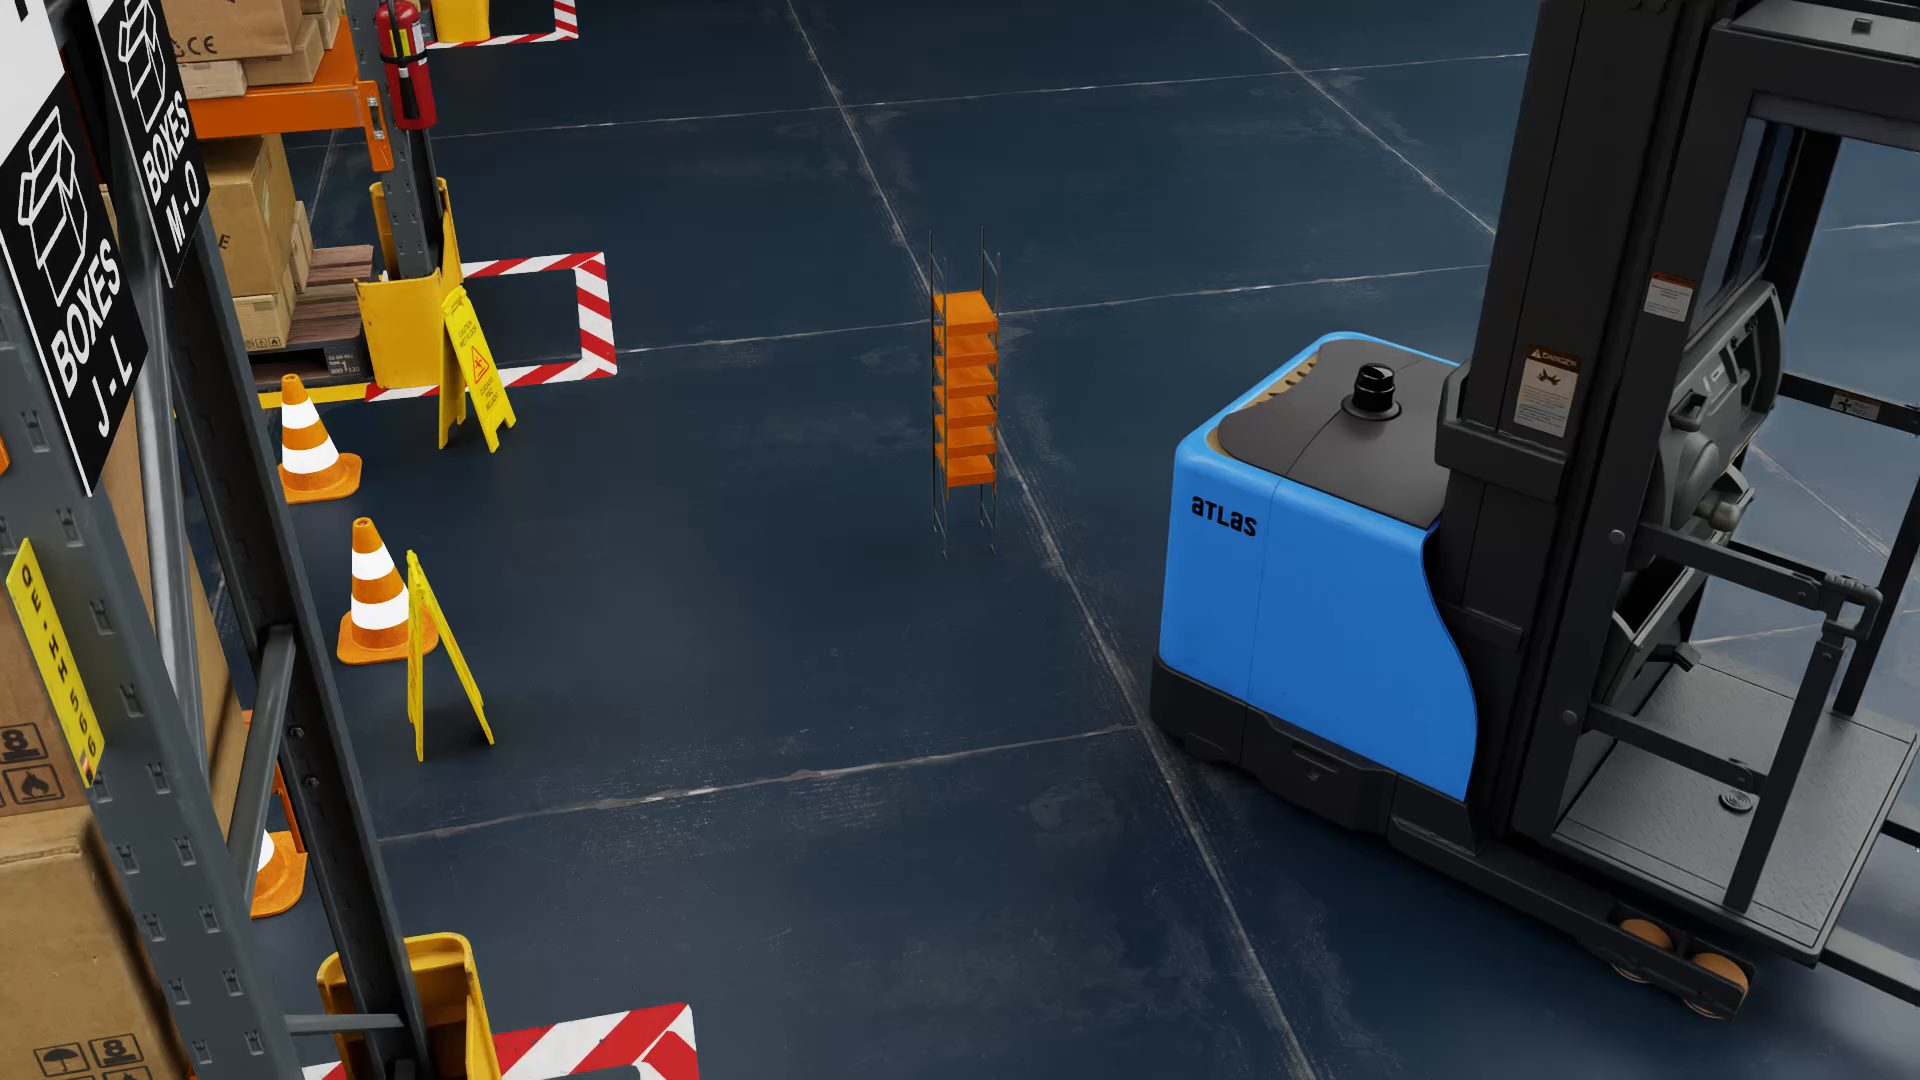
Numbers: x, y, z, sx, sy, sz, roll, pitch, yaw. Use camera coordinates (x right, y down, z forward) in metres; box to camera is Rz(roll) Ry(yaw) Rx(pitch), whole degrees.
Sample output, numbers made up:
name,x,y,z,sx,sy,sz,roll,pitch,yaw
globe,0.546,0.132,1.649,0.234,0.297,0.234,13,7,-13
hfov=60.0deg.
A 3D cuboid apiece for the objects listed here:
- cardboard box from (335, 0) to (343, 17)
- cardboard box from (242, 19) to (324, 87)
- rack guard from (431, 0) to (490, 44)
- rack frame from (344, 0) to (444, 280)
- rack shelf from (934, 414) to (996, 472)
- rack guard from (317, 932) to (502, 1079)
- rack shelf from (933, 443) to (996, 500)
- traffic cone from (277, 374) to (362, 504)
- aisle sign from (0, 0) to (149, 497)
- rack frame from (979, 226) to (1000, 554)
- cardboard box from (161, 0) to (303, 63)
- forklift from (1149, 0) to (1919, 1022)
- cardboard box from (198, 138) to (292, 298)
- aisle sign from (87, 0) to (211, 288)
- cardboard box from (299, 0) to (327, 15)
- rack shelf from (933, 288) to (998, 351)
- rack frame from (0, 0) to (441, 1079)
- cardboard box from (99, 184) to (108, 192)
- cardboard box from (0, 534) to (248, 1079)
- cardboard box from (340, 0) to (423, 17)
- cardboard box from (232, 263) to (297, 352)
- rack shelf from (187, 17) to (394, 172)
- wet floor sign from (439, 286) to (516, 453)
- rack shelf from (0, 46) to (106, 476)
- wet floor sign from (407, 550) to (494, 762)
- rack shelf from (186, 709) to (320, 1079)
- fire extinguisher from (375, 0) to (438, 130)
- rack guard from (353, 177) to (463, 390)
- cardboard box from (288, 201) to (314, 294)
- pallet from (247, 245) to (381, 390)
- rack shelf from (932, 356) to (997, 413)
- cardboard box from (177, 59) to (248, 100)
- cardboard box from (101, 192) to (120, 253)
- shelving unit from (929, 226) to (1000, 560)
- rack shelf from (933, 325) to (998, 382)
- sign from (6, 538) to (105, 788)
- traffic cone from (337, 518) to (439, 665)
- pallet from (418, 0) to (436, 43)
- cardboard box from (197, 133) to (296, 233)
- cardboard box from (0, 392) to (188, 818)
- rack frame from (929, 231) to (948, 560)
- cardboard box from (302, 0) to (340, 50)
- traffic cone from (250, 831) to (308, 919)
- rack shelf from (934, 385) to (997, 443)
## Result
name,x,y,z,sx,sy,sz,roll,pitch,yaw
cardboard box,-4.395,-3.684,11.138,0.500,0.250,0.500,-7,35,-11
cardboard box,-2.738,-1.973,6.723,0.250,0.149,0.380,-6,34,-9
rack guard,-3.496,-3.901,11.615,0.348,0.500,1.175,-7,35,-11
rack frame,-2.420,-2.239,6.895,0.127,3.000,1.000,-7,35,-11
rack shelf,0.014,-0.363,6.010,0.180,0.103,0.258,-7,35,-11
rack guard,-1.206,1.474,3.605,0.348,0.500,1.175,-7,35,-11
rack shelf,0.014,-0.264,6.077,0.180,0.103,0.258,-7,35,-11
traffic cone,-2.555,-0.432,6.478,0.334,0.463,0.336,-7,35,-11
aisle sign,-1.094,-0.486,1.950,0.004,0.787,0.394,-7,35,-11
rack frame,0.103,-0.511,5.935,0.006,1.200,0.240,-7,35,-11
cardboard box,-2.889,-2.188,6.461,0.500,0.500,0.500,-8,35,-11
forklift,2.069,-0.297,4.062,3.031,2.935,1.130,24,41,31
cardboard box,-3.144,-1.343,6.977,0.500,0.500,0.500,-7,34,-10
aisle sign,-1.227,-0.812,2.436,0.004,0.787,0.394,-7,35,-11
cardboard box,-2.944,-2.497,6.922,0.500,0.500,0.500,-8,35,-11
rack shelf,0.014,-0.762,5.742,0.180,0.103,0.258,-7,35,-11
rack frame,-1.229,0.441,2.901,0.053,2.616,0.949,-7,35,-11
cardboard box,-3.487,-1.531,6.675,0.250,0.149,0.380,-6,34,-9
cardboard box,-1.582,0.447,2.758,0.550,0.550,0.875,-7,35,-11
cardboard box,-3.908,-3.739,11.221,0.500,0.250,0.500,-7,34,-10
cardboard box,-3.173,-1.023,7.173,0.500,0.250,0.500,-7,35,-11
rack shelf,-4.371,-1.694,6.729,4.000,0.370,1.077,-7,35,-11
wet floor sign,-1.999,-0.703,6.719,0.232,0.644,0.267,4,34,6
rack shelf,-3.181,-0.262,1.902,4.000,0.370,1.077,-7,35,-11
wet floor sign,-1.638,0.337,5.169,0.232,0.644,0.267,-13,36,-19
rack shelf,-3.181,0.983,2.738,4.000,0.370,1.077,-7,35,-11
fire extinguisher,-2.207,-1.971,6.564,0.183,0.674,0.296,-7,35,-11
rack guard,-2.495,-1.192,7.577,0.348,0.500,1.175,-7,35,-11
cardboard box,-3.268,-1.323,7.620,0.500,0.250,0.500,-7,35,-11
pallet,-3.295,-0.991,7.538,1.213,0.211,1.003,-7,35,-11
rack shelf,0.014,-0.563,5.876,0.180,0.103,0.258,-7,35,-11
cardboard box,-2.961,-1.881,6.587,0.250,0.149,0.380,-8,35,-11
cardboard box,-3.653,-1.277,6.879,0.500,0.500,0.500,-6,34,-9
shelving unit,0.014,-0.500,5.918,0.189,1.200,0.258,-7,35,-11
rack shelf,0.014,-0.662,5.809,0.180,0.103,0.258,-7,35,-11
sign,-1.124,0.156,2.073,0.005,0.325,0.100,-7,35,-11
traffic cone,-1.979,0.130,5.641,0.334,0.463,0.336,-7,35,-11
pallet,-4.256,-3.662,11.517,1.213,0.211,1.003,-7,35,-11
cardboard box,-3.291,-1.631,7.406,0.500,0.500,0.500,-8,35,-12
cardboard box,-1.600,-0.047,2.525,0.550,0.550,0.875,-7,35,-11
rack frame,-0.075,-0.489,5.902,0.006,1.200,0.240,-7,35,-11
cardboard box,-2.797,-2.205,7.070,0.250,0.149,0.380,-7,35,-10
traffic cone,-2.061,0.786,4.664,0.334,0.463,0.336,-7,35,-11
rack shelf,0.014,-0.463,5.943,0.180,0.103,0.258,-7,35,-11
